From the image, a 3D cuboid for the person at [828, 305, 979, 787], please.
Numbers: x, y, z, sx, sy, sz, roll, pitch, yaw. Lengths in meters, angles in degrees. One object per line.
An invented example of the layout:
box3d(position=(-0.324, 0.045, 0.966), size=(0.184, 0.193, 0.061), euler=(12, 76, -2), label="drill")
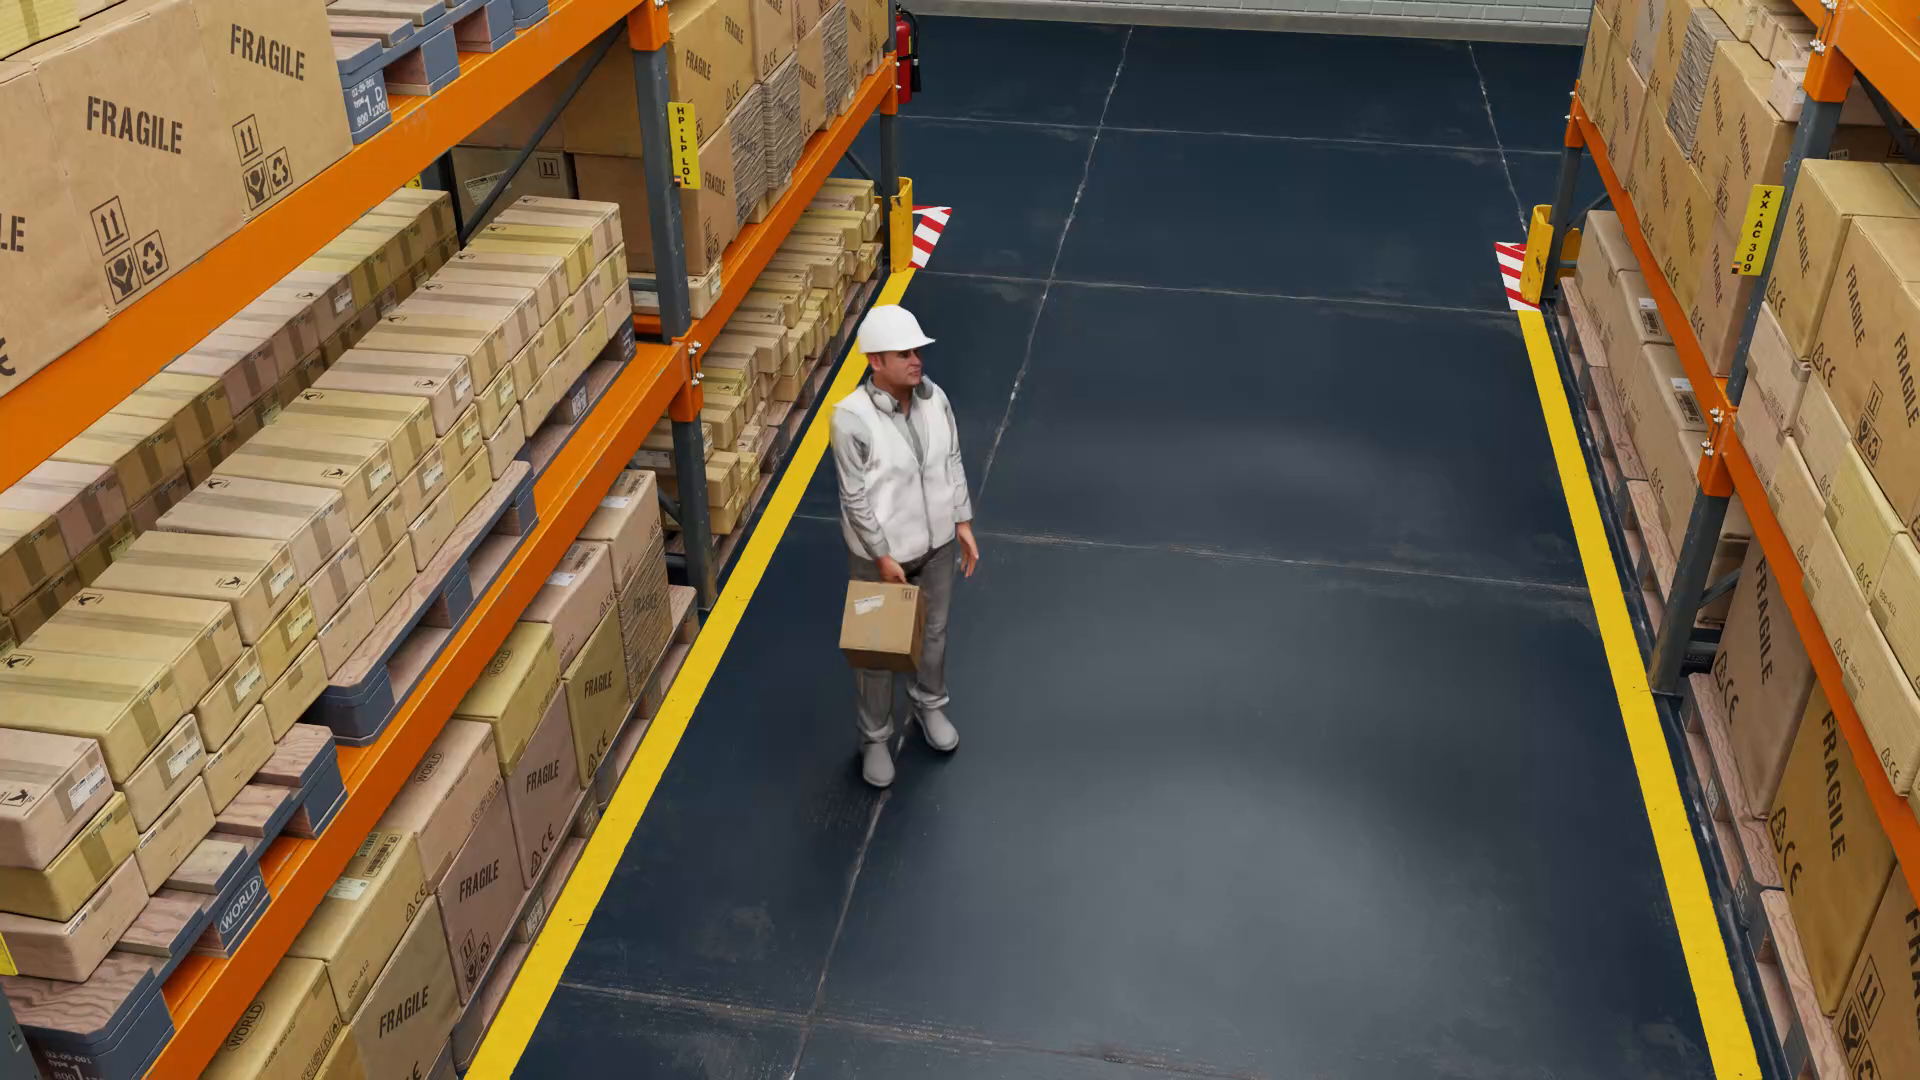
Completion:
box3d(position=(-0.206, 0.023, 6.051), size=(0.581, 1.783, 0.474), euler=(-25, 40, -34), label="person")
